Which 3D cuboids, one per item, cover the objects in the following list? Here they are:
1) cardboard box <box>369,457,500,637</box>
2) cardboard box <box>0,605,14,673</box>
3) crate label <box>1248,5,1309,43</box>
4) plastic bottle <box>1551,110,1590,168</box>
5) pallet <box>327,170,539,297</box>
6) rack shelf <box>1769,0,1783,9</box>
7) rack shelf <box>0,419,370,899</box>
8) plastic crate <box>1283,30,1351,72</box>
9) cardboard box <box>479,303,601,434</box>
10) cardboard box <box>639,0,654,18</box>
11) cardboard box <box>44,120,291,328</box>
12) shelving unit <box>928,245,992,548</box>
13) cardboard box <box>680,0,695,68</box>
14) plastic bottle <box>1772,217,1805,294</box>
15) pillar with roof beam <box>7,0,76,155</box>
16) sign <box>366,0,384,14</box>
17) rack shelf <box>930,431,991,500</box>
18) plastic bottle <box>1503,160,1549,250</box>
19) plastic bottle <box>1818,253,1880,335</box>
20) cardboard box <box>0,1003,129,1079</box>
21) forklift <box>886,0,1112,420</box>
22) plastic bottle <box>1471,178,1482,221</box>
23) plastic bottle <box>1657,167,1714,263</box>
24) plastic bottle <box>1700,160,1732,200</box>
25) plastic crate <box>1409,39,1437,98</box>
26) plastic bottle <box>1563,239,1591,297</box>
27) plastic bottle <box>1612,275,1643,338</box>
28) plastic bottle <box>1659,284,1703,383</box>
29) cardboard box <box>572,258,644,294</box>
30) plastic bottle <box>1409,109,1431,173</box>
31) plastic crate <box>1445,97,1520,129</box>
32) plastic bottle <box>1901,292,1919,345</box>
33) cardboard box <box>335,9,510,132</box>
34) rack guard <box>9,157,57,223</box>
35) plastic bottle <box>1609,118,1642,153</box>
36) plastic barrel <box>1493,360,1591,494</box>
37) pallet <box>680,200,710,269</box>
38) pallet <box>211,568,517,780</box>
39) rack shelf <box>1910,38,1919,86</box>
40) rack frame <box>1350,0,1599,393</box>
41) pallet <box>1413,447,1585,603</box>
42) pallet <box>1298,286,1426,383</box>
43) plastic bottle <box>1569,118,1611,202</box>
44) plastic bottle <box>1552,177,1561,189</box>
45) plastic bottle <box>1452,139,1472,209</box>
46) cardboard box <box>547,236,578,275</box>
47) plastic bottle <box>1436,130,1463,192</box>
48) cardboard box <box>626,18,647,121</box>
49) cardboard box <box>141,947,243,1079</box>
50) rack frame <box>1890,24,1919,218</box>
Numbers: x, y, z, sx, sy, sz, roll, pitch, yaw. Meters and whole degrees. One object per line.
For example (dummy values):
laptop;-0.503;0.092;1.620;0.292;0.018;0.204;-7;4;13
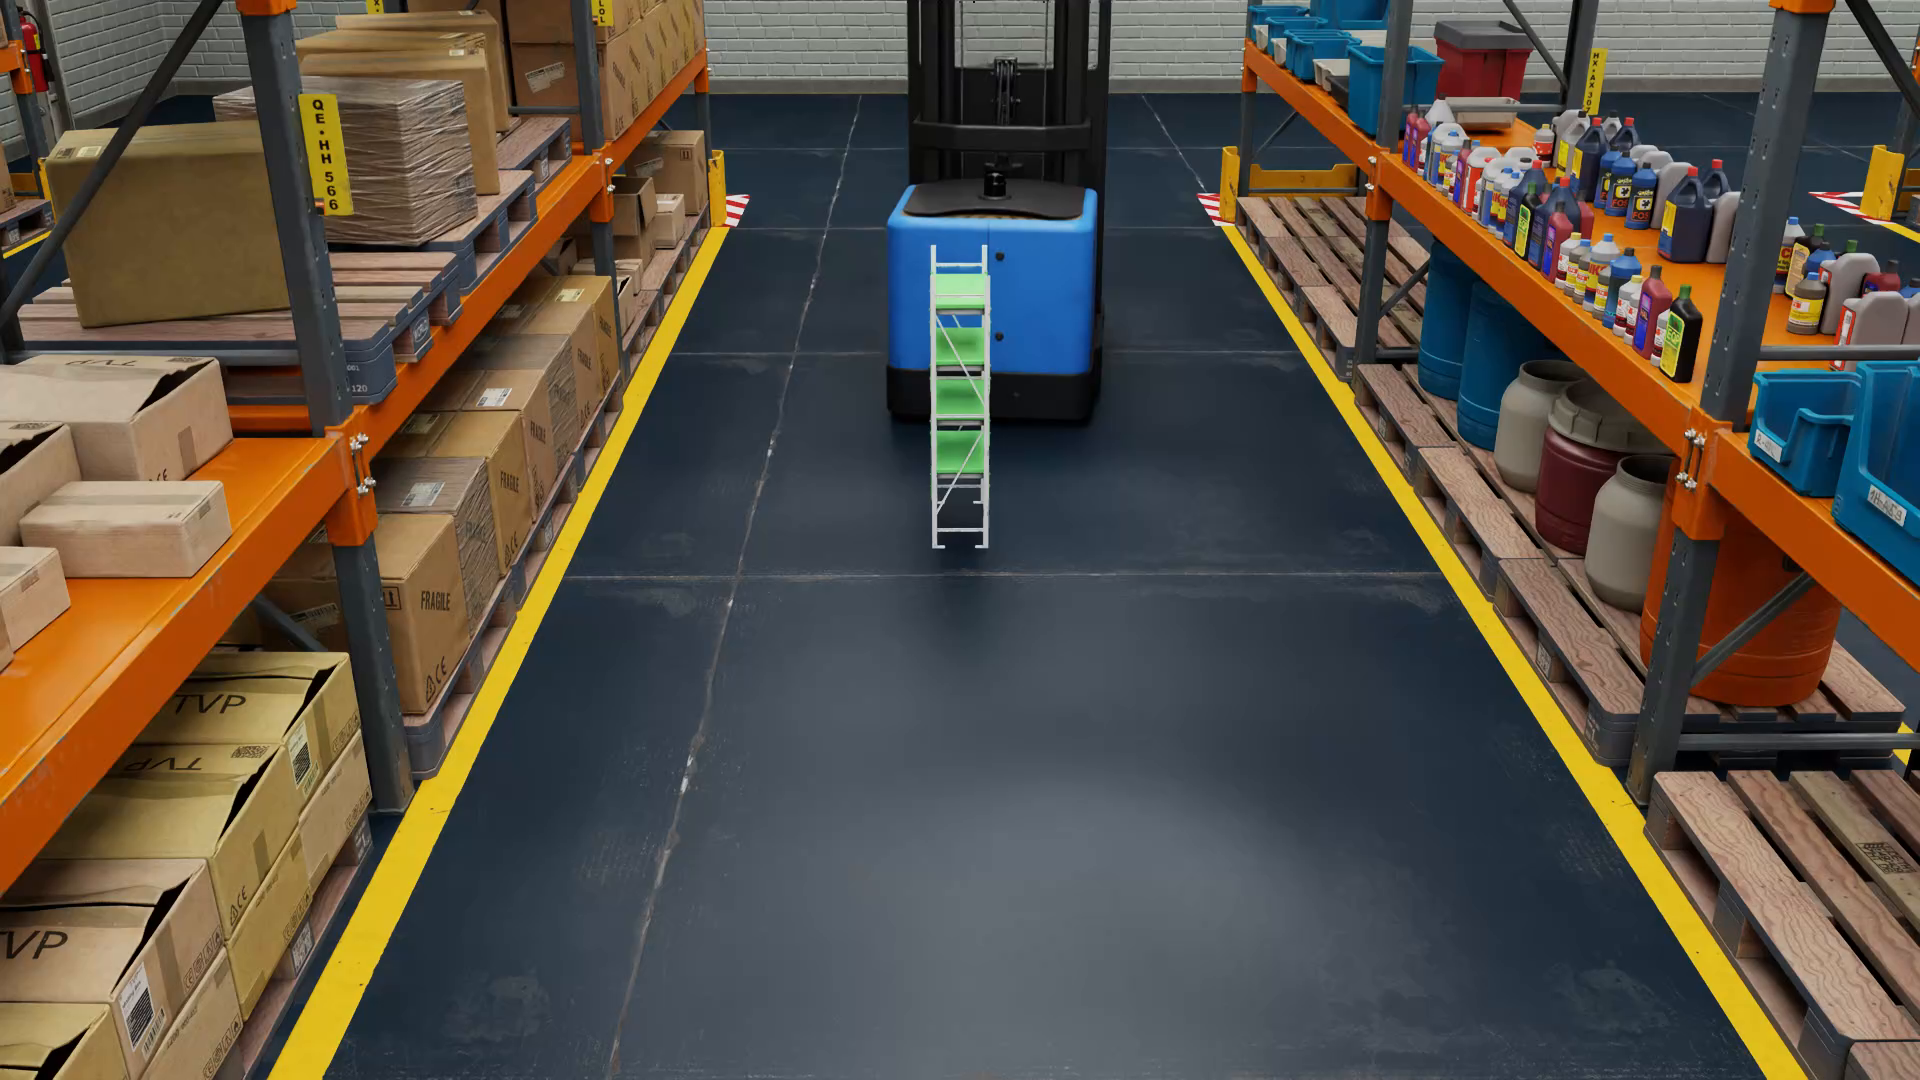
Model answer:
cardboard box;-2.004;0.023;6.058;0.500;0.500;0.500;-1;24;-2
cardboard box;-2.239;0.135;3.190;0.500;0.500;0.500;-2;24;-3
crate label;2.266;-3.676;11.868;0.416;0.233;0.303;0;24;-1
plastic bottle;2.964;-1.962;8.099;0.152;0.276;0.135;0;24;-1
pallet;-2.299;-1.225;6.551;1.003;0.211;1.213;0;24;-1
rack shelf;2.658;-2.395;6.138;1.077;0.370;4.000;0;24;-1
rack shelf;-2.252;0.641;3.066;1.077;0.370;4.000;0;24;-1
plastic crate;2.280;-3.133;10.668;0.416;0.233;0.300;0;24;-1
cardboard box;-2.028;-0.815;7.911;0.500;0.500;0.500;0;24;0
cardboard box;-2.052;-3.280;9.528;0.500;0.500;0.500;-1;24;-2
cardboard box;-2.393;-1.007;5.205;0.700;0.500;0.500;-9;26;-18
shelving unit;-0.002;-0.615;7.154;0.258;1.200;0.503;0;24;-1
cardboard box;-2.074;-3.456;11.130;0.500;0.500;0.500;0;24;0
plastic bottle;3.015;-1.041;6.069;0.097;0.271;0.097;0;24;0
pillar with roof beam;-3.904;-7.645;13.233;9.100;9.000;0.400;0;24;-1
sign;-2.860;-2.548;8.193;0.100;0.325;0.005;0;24;-1
rack shelf;-0.002;-0.338;7.279;0.258;0.148;0.480;0;24;-1
plastic bottle;2.273;-1.342;6.636;0.144;0.351;0.185;0;24;-1
plastic bottle;2.993;-0.845;5.630;0.152;0.276;0.135;0;24;-1
cardboard box;-2.003;1.138;3.239;0.500;0.311;0.500;0;24;1
forklift;0.287;-2.515;9.255;1.130;2.935;3.031;2;24;5
plastic bottle;2.244;-1.467;7.096;0.097;0.201;0.097;0;24;0
plastic bottle;2.835;-1.270;6.478;0.144;0.351;0.185;0;24;-1
plastic bottle;2.985;-1.326;6.602;0.144;0.351;0.185;0;24;-1
plastic crate;2.804;-2.783;9.835;0.437;0.282;0.530;0;24;-1
plastic bottle;2.257;-0.989;6.038;0.097;0.201;0.097;0;24;0
plastic bottle;2.262;-0.789;5.595;0.097;0.201;0.097;0;24;0
plastic bottle;2.249;-0.643;5.174;0.061;0.283;0.133;0;24;-1
cardboard box;-2.125;-1.599;10.050;0.380;0.166;0.250;0;24;-1
plastic bottle;2.215;-1.919;7.994;0.061;0.283;0.133;0;24;-1
plastic crate;2.774;-2.279;8.897;0.396;0.136;0.243;0;24;-1
plastic bottle;2.998;-0.655;5.208;0.152;0.276;0.135;0;24;-1
cardboard box;-2.536;-2.200;7.843;0.700;0.500;0.500;-9;26;-18
rack guard;-7.314;-2.655;12.513;1.175;0.500;0.348;0;24;-1
plastic bottle;2.975;-1.704;7.437;0.144;0.351;0.185;0;24;-1
plastic barrel;2.549;-0.489;7.199;0.421;0.512;0.421;0;24;0
pallet;-2.350;-2.177;11.807;1.003;0.211;1.213;0;24;-1
pallet;-2.244;0.452;5.995;1.003;0.211;1.213;0;24;-1
rack shelf;7.567;-2.698;10.449;1.077;0.370;4.000;0;24;-1
rack frame;2.636;-2.180;8.430;1.000;3.000;0.127;0;24;-1
pallet;2.619;-0.087;7.187;1.003;0.211;1.213;0;24;-1
pallet;2.589;-1.212;9.674;1.003;0.211;1.213;0;24;-1
plastic bottle;2.831;-1.703;7.436;0.144;0.351;0.185;0;24;-1
plastic bottle;2.393;-1.324;6.694;0.097;0.271;0.097;0;24;0
plastic bottle;2.223;-1.608;7.306;0.061;0.283;0.133;0;24;-1
cardboard box;-2.615;-1.677;10.047;0.500;0.311;0.500;0;24;-1
plastic bottle;2.238;-1.730;7.591;0.097;0.271;0.097;0;24;0
cardboard box;-2.059;-2.627;9.297;0.500;0.500;0.500;0;24;0
cardboard box;-2.012;1.186;3.815;0.500;0.250;0.500;0;24;1
rack frame;7.545;-3.850;12.123;1.000;3.000;0.127;0;24;-1
